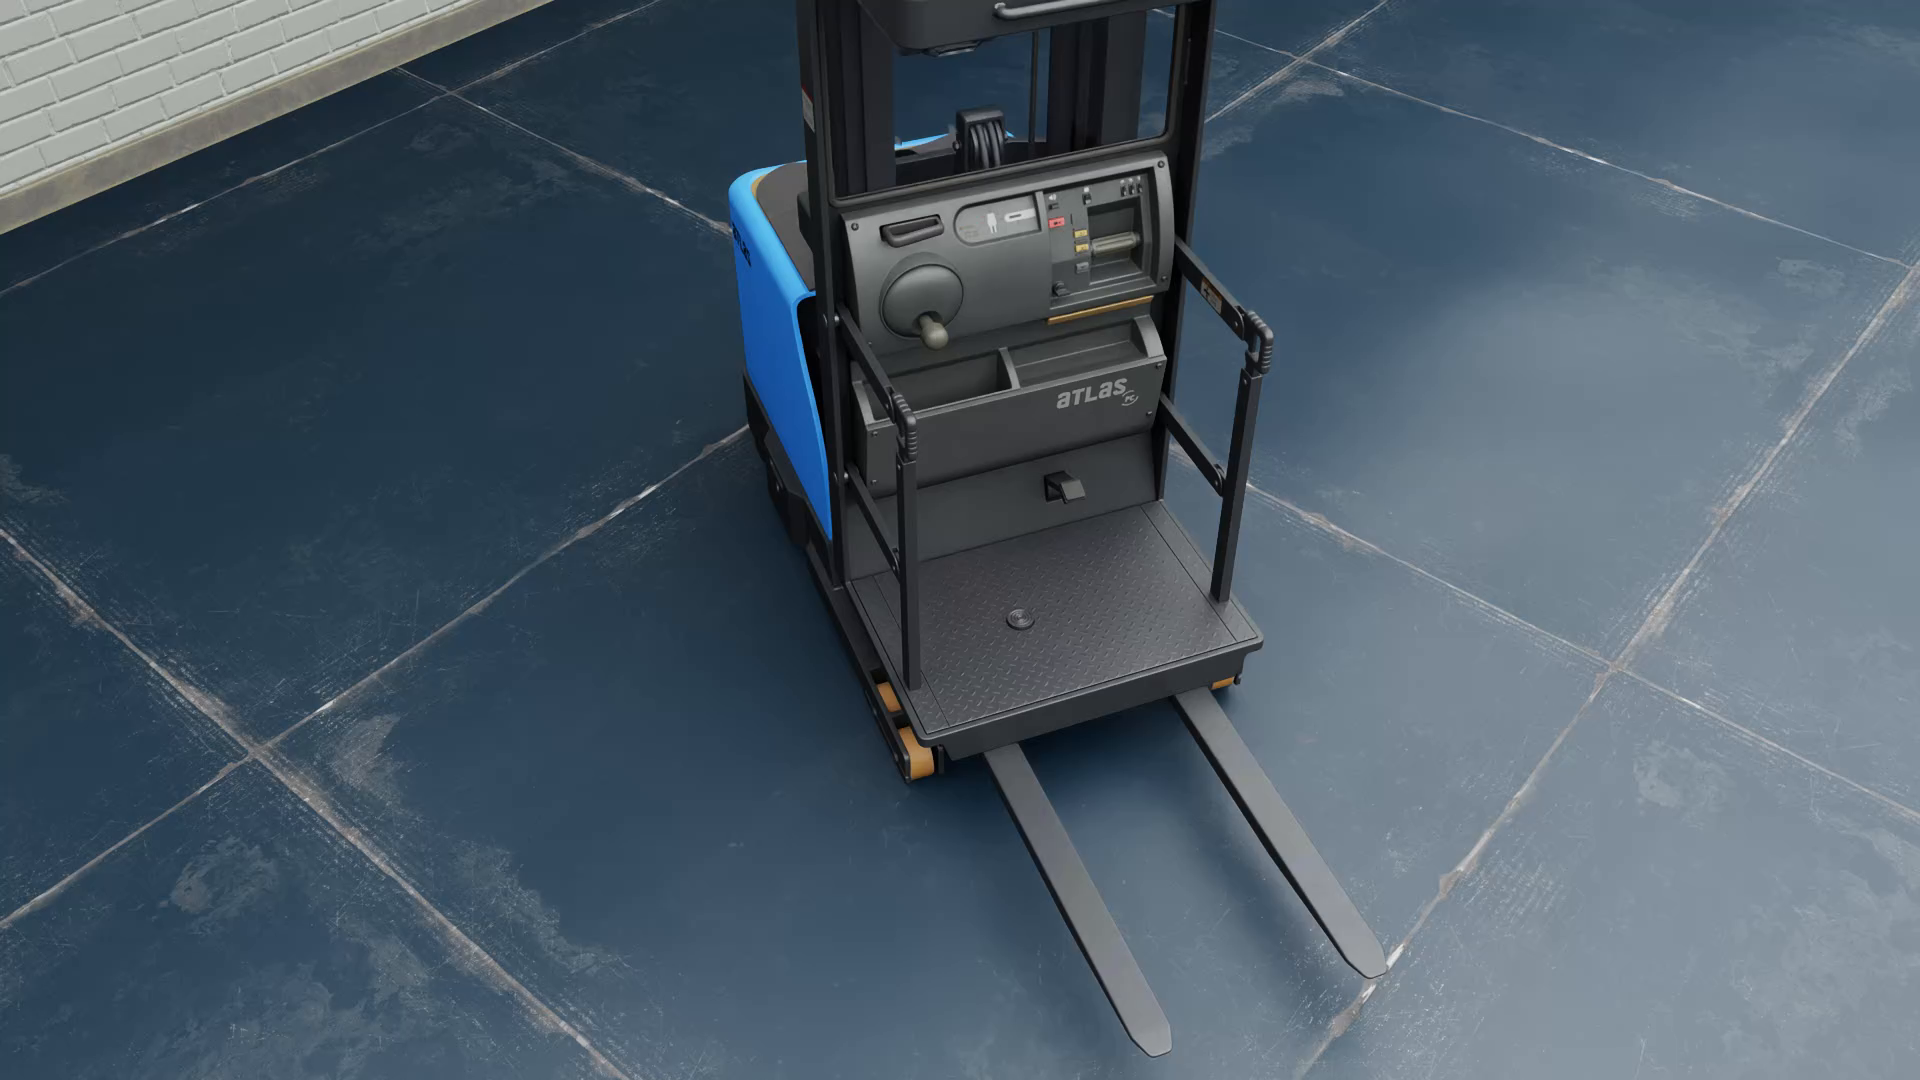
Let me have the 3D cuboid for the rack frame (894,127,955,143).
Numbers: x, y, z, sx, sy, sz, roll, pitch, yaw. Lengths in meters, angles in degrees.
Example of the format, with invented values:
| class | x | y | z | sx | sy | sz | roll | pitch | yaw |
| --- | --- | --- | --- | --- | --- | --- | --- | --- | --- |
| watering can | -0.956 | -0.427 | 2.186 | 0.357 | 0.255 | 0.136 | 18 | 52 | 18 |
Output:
| class | x | y | z | sx | sy | sz | roll | pitch | yaw |
| --- | --- | --- | --- | --- | --- | --- | --- | --- | --- |
| rack frame | -0.115 | -1.125 | 6.319 | 0.240 | 0.900 | 0.006 | -15 | 40 | -16 |

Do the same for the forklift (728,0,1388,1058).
| class | x | y | z | sx | sy | sz | roll | pitch | yaw |
| --- | --- | --- | --- | --- | --- | --- | --- | --- | --- |
| forklift | 0.226 | -0.693 | 4.333 | 1.130 | 2.935 | 3.031 | -15 | 44 | -16 |

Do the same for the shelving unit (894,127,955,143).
| class | x | y | z | sx | sy | sz | roll | pitch | yaw |
| --- | --- | --- | --- | --- | --- | --- | --- | --- | --- |
| shelving unit | -0.078 | -1.067 | 6.244 | 0.258 | 0.900 | 0.210 | -15 | 40 | -16 |
